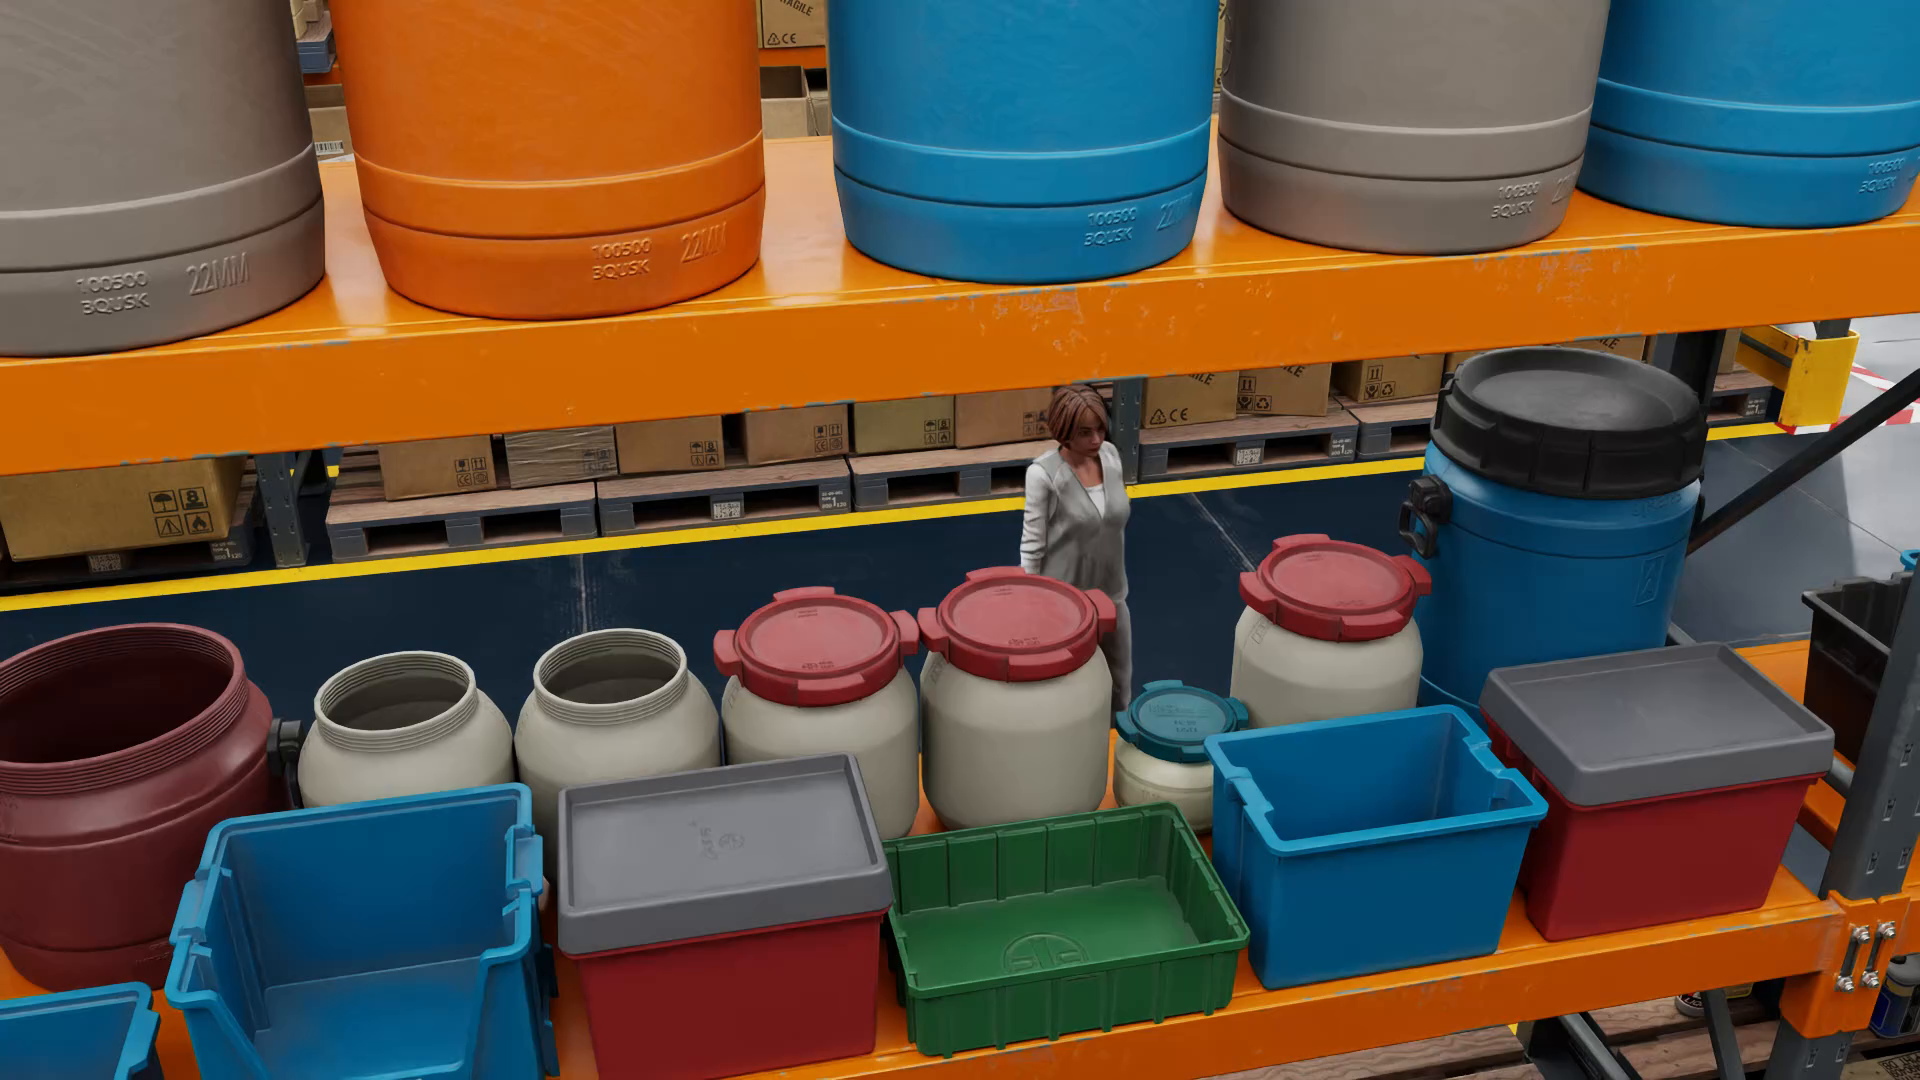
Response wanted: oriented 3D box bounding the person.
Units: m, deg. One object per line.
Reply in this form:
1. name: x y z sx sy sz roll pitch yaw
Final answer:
1. person: 0.441 0.237 5.658 0.424 1.598 0.583 -16 31 -28
